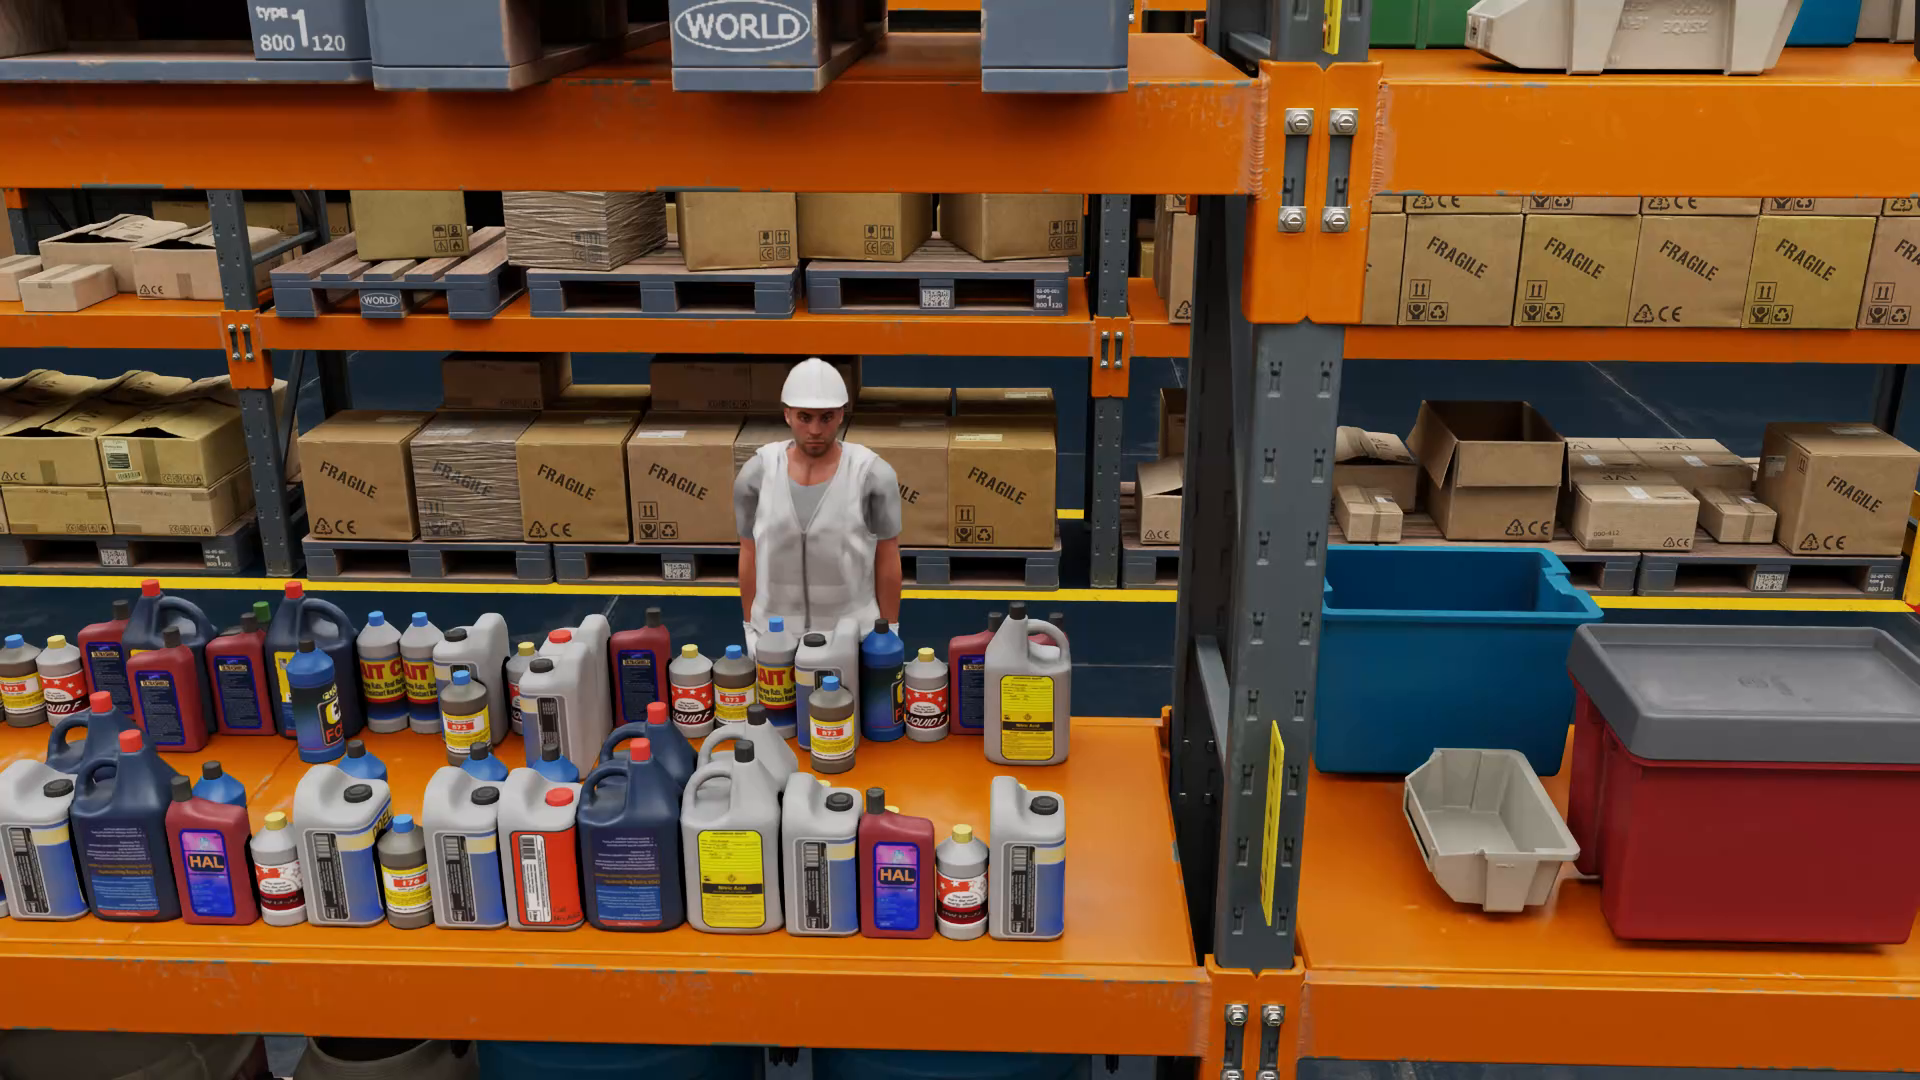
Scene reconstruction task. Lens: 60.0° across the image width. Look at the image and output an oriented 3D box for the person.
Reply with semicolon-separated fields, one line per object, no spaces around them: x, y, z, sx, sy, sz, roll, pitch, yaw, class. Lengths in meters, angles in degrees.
-0.442;0.300;5.253;0.525;1.786;0.338;1;21;3;person
